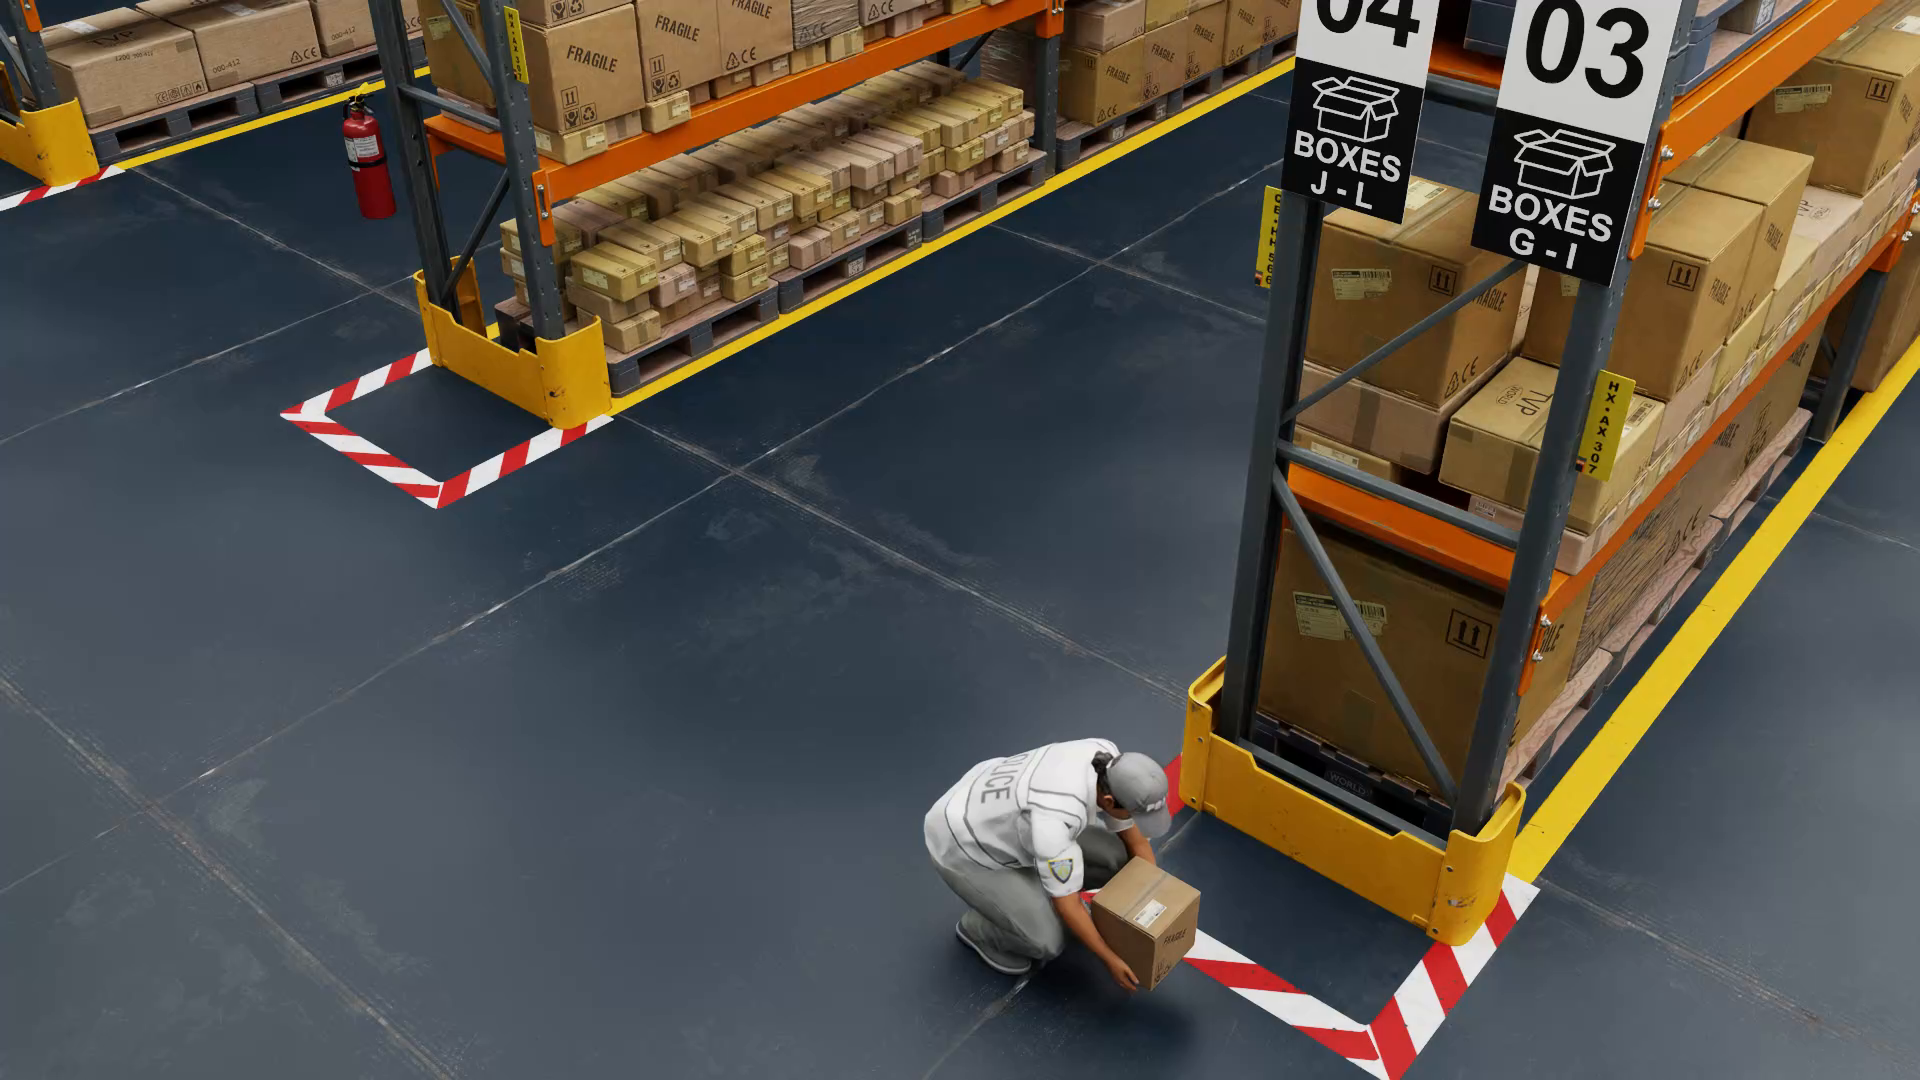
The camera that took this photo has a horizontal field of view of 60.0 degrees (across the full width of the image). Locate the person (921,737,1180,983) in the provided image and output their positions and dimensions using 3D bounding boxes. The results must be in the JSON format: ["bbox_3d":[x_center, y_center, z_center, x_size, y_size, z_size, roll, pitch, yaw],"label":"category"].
[{"bbox_3d":[0.304,0.987,5.380,0.882,0.949,0.497,23,41,29],"label":"person"}]
